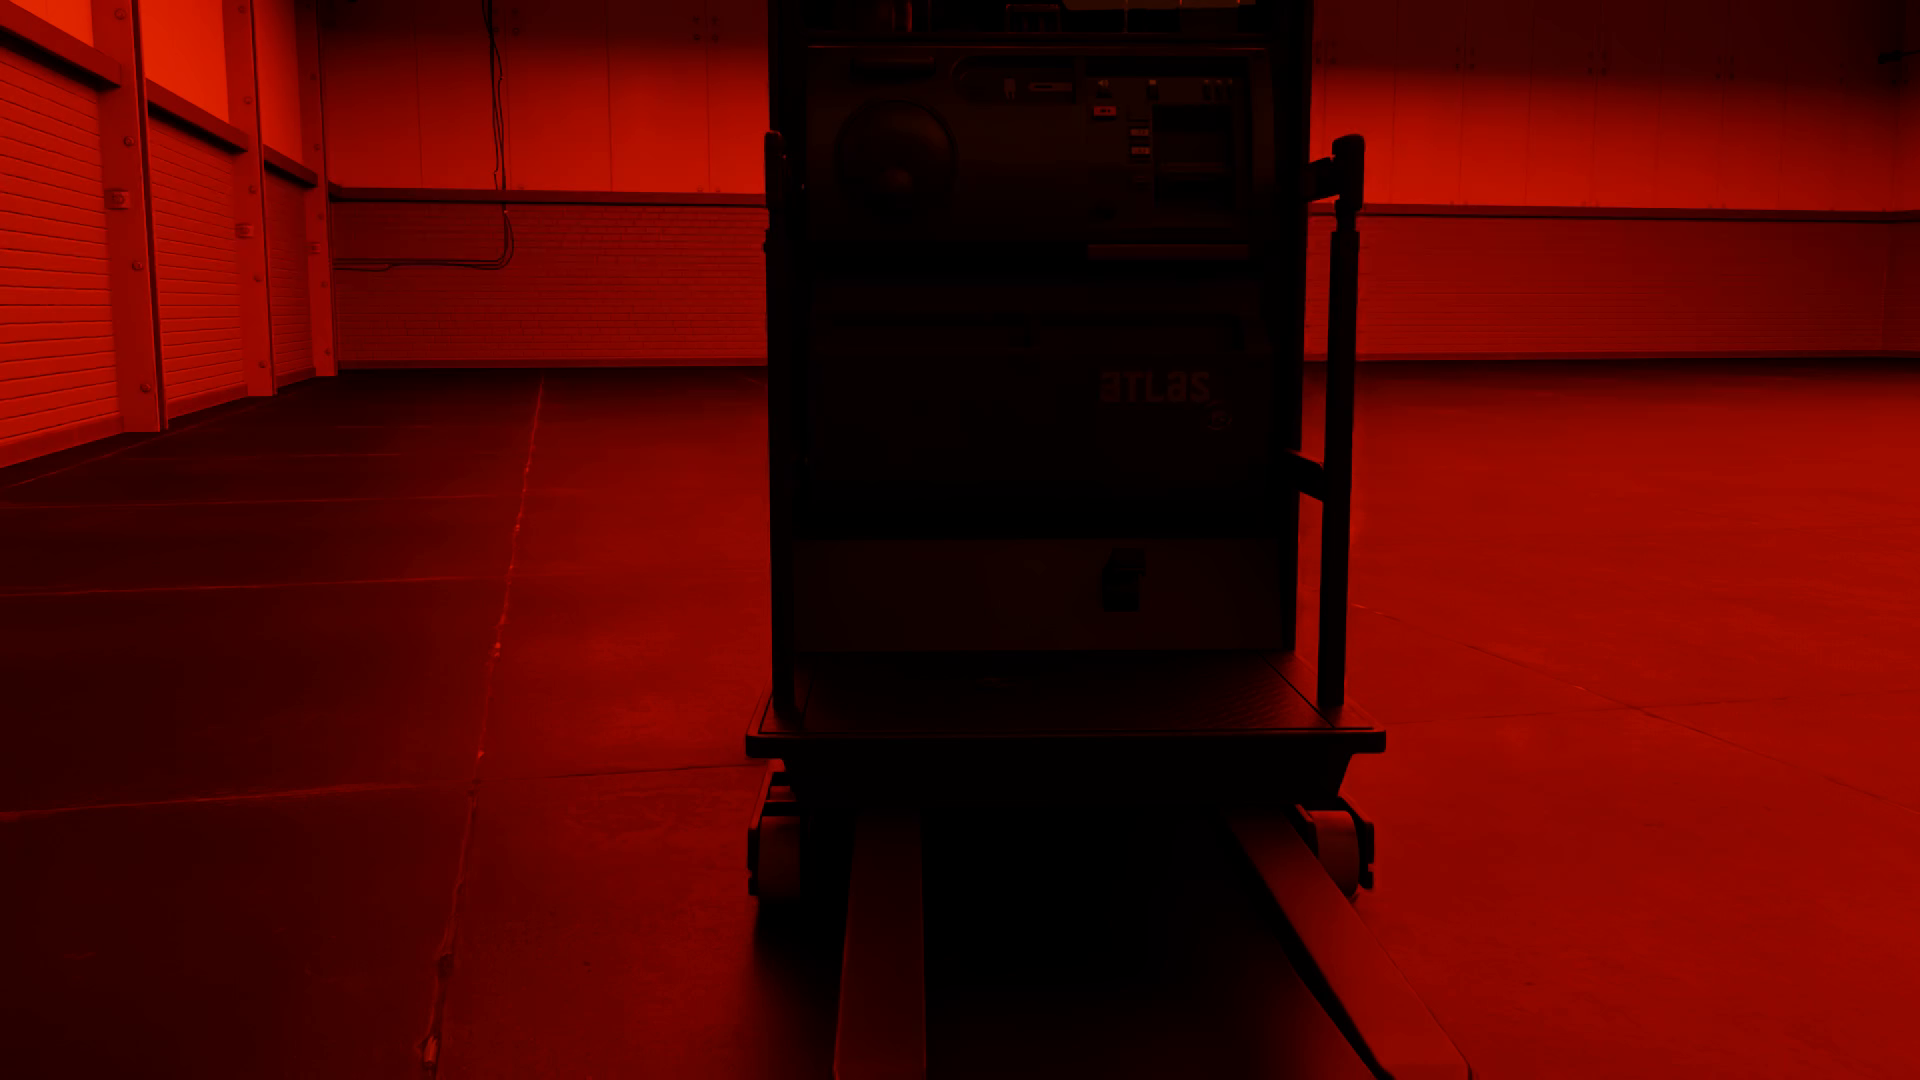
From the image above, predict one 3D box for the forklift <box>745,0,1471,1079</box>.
[{"bbox_3d":[0.168,-0.836,3.110,1.130,2.935,3.031,0,8,-2],"label":"forklift"}]
